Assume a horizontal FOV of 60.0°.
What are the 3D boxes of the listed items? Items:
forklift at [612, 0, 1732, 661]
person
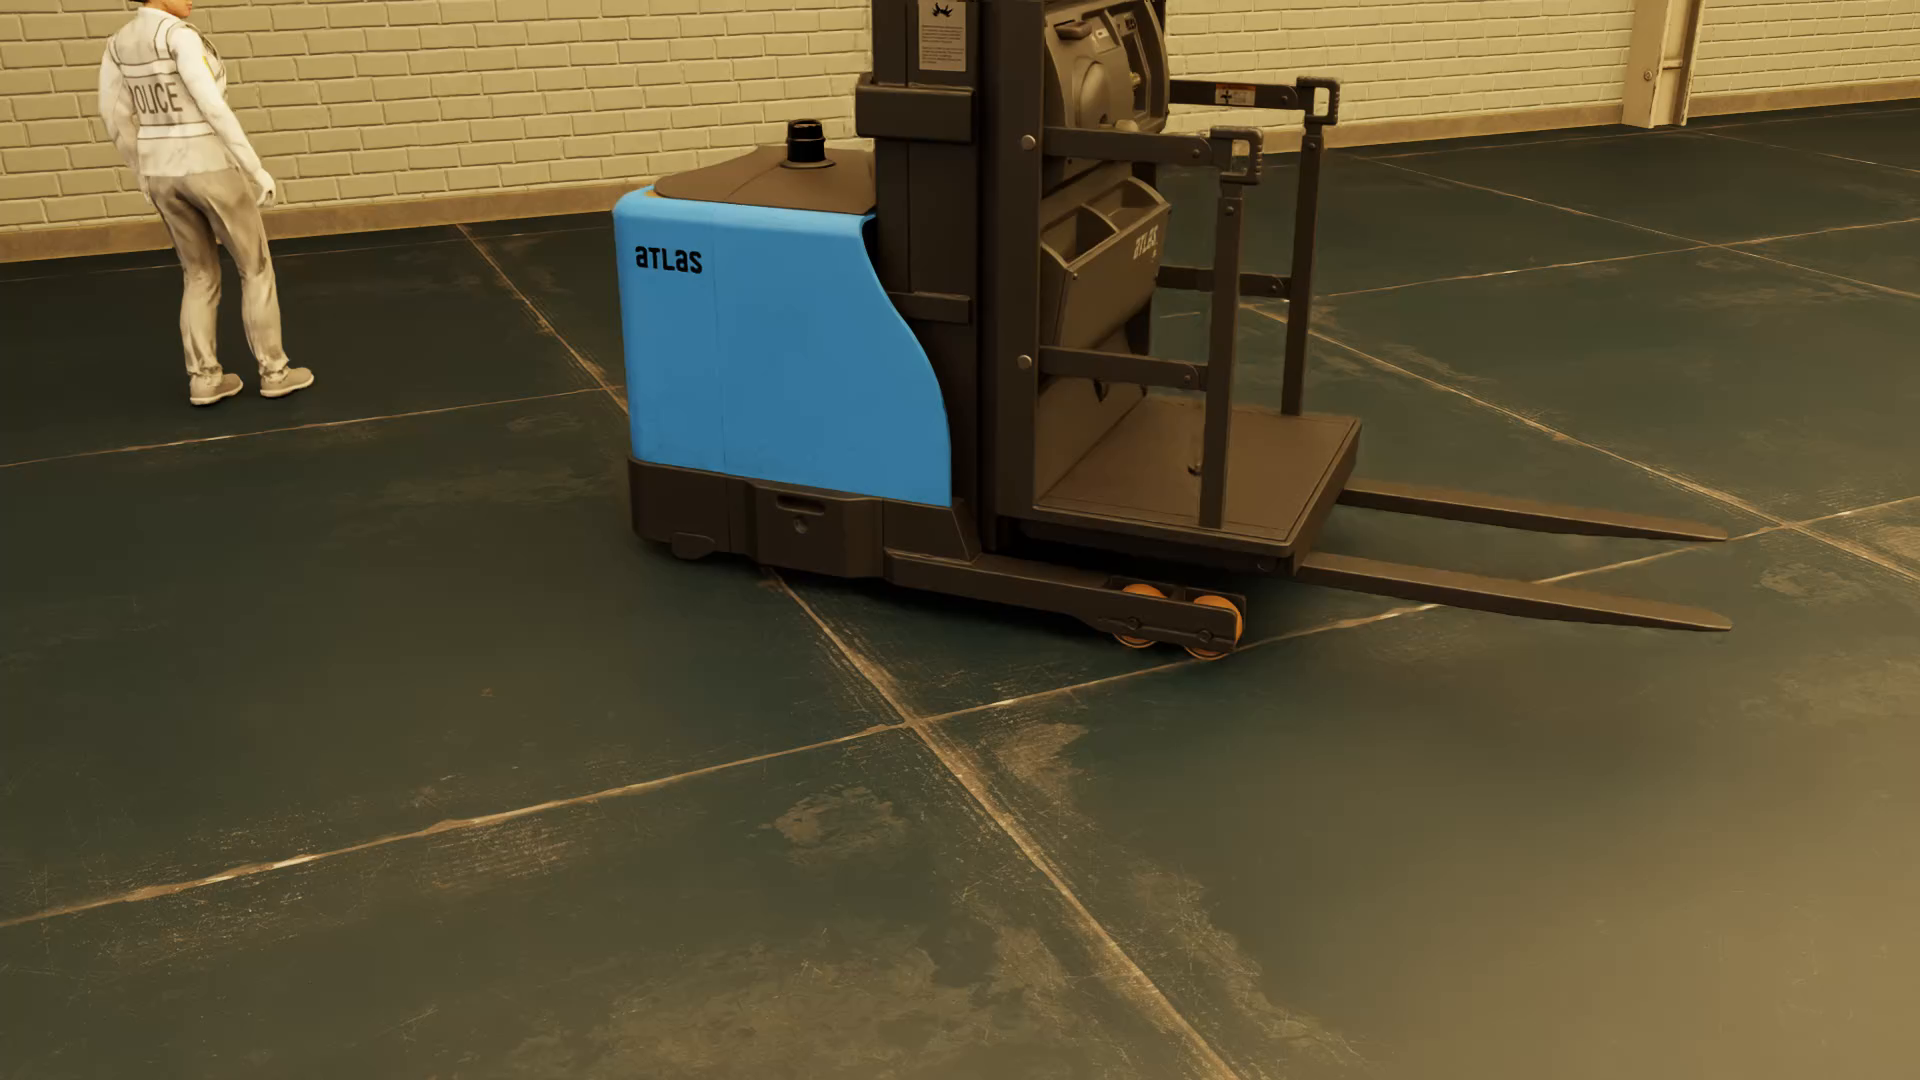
[{"bbox_3d":[0.583,-1.270,4.344,3.031,2.935,1.130,9,24,20],"label":"forklift"},{"bbox_3d":[-2.796,-1.343,6.180,0.677,1.660,0.451,7,24,17],"label":"person"}]
